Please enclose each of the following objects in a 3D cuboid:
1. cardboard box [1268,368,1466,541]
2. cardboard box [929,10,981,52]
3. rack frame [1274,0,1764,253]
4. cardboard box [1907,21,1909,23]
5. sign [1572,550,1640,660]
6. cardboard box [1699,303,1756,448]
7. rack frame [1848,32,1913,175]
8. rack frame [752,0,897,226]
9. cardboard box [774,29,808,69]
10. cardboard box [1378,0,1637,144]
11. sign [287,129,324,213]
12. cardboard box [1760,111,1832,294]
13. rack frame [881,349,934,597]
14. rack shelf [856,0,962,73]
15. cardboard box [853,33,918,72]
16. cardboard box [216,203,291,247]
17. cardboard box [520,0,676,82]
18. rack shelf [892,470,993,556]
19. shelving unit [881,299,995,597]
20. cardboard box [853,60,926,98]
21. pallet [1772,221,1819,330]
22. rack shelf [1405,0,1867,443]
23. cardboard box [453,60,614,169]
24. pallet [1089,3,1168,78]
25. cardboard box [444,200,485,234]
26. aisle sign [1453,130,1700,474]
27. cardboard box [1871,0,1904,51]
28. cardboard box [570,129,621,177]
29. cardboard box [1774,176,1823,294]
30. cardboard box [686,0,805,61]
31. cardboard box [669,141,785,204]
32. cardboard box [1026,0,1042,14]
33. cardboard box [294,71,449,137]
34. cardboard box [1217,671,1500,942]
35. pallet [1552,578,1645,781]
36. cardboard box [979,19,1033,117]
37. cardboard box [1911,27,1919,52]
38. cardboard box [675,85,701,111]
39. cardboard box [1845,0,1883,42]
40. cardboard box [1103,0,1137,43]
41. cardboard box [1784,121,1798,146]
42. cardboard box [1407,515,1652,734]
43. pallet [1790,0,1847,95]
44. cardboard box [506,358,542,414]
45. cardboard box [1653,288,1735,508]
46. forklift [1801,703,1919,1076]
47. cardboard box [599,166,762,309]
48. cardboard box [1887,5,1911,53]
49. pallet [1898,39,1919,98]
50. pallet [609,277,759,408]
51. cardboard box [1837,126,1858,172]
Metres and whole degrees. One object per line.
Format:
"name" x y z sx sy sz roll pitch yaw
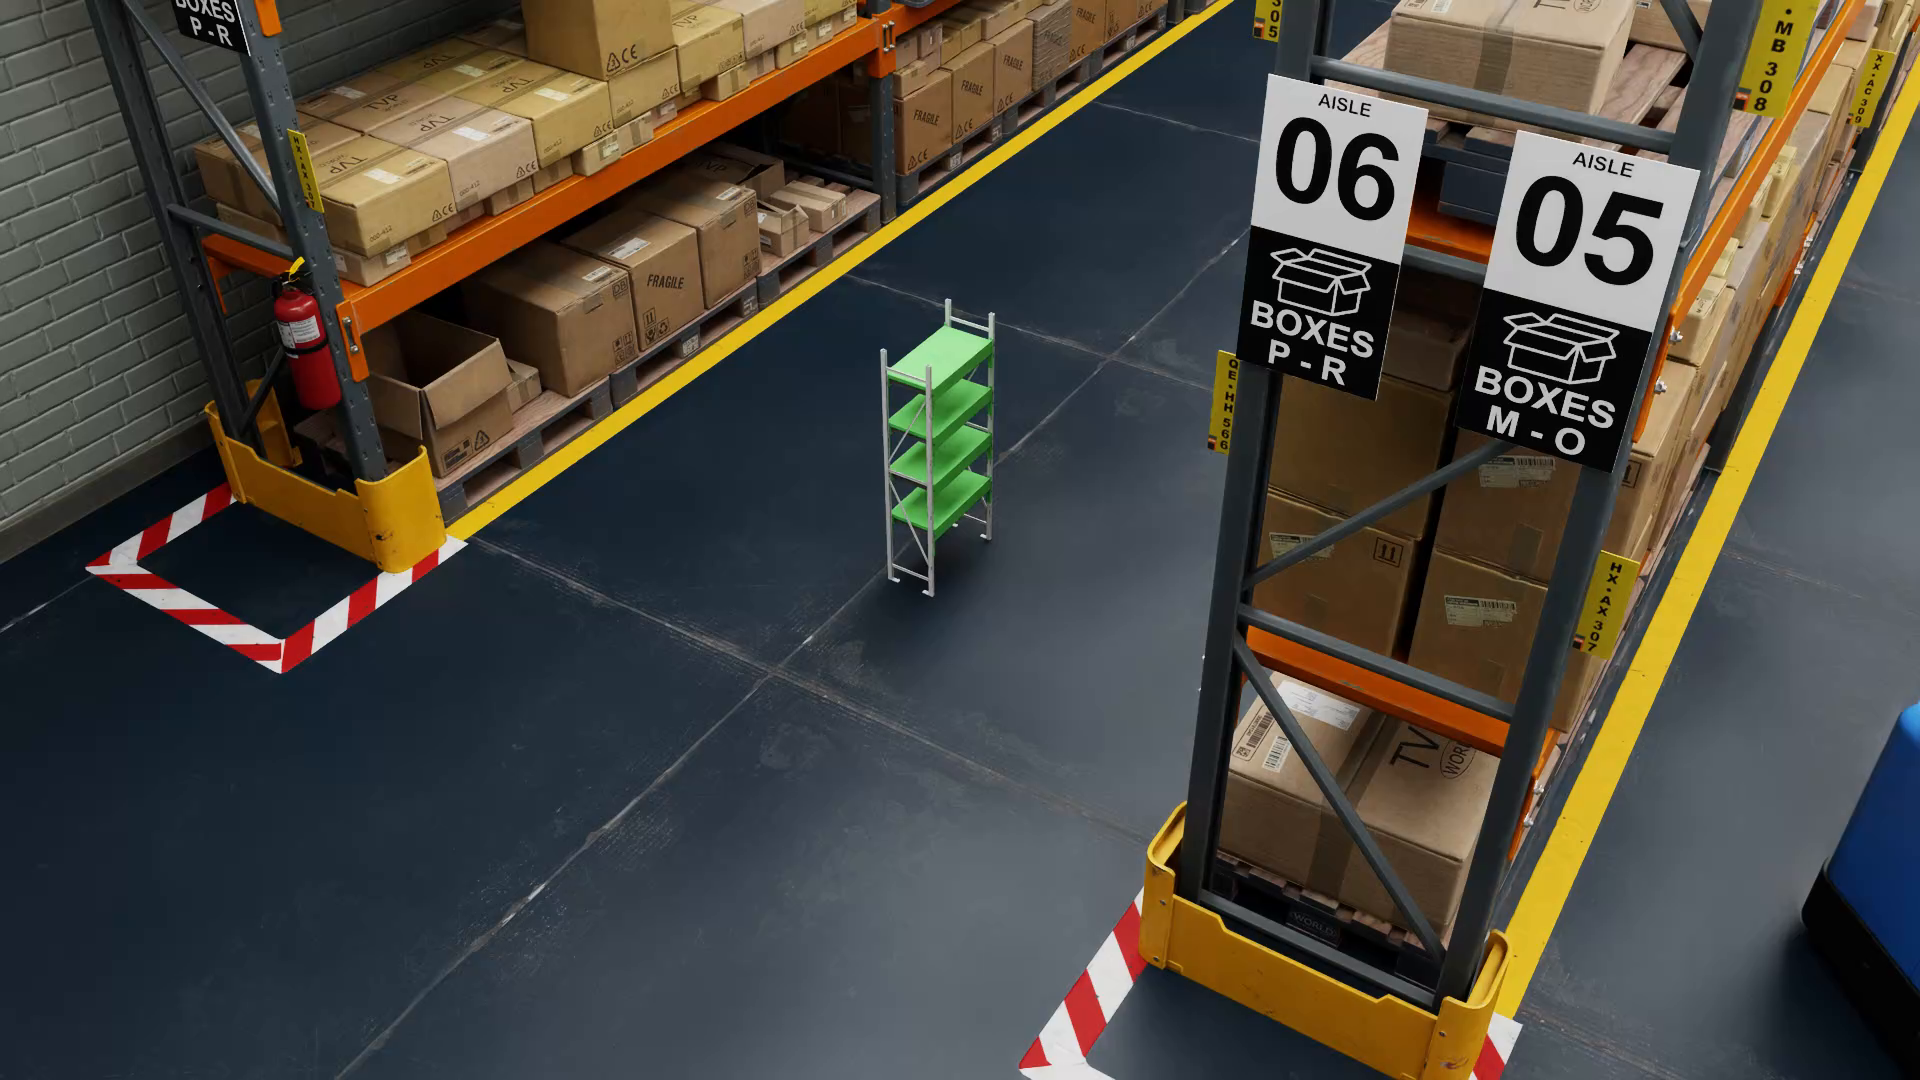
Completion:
"cardboard box" 1.259 -0.401 4.912 0.500 0.500 0.500 23 43 27
"cardboard box" -0.085 -3.304 10.751 0.380 0.149 0.250 20 42 24
"rack frame" 1.202 -2.015 2.993 1.000 3.000 0.127 21 42 25
"cardboard box" 4.892 -2.835 9.094 0.500 0.250 0.500 21 42 25
"sign" 1.667 0.172 4.297 0.100 0.325 0.005 21 42 25
"cardboard box" 2.491 -0.622 6.018 0.500 0.500 0.500 23 43 27
"rack frame" 5.488 -3.763 10.174 1.000 3.000 0.127 21 42 25
"rack frame" -0.848 -3.323 9.603 1.000 3.000 0.127 21 42 25
"cardboard box" -1.046 -2.693 8.992 0.380 0.149 0.250 22 43 26
"cardboard box" 1.367 -1.235 4.135 0.500 0.250 0.500 17 41 21
"sign" -2.533 -1.426 6.434 0.100 0.325 0.005 21 42 25
"cardboard box" 2.782 -1.278 6.051 0.500 0.500 0.500 22 43 26
"rack frame" -0.219 -0.264 7.110 0.240 1.200 0.015 21 42 25
"rack shelf" 0.223 -4.069 11.160 1.077 0.370 4.000 21 42 25
"cardboard box" -0.483 -2.991 10.102 0.380 0.149 0.250 20 42 24
"cardboard box" -3.040 -1.420 7.340 0.380 0.149 0.250 21 42 25
"cardboard box" -1.717 -2.535 7.847 0.500 0.500 0.500 22 43 26
"rack shelf" -0.089 -0.149 7.458 0.258 0.148 0.480 21 42 25
"shelving unit" -0.089 -0.390 7.273 0.258 1.200 0.503 21 42 25
"cardboard box" -0.431 -2.854 10.167 0.380 0.149 0.250 23 43 27
"pallet" 4.347 -1.650 9.718 1.003 0.211 1.213 21 42 25
"rack shelf" 2.273 -1.573 5.466 1.077 0.370 4.000 21 42 25
"cardboard box" -1.982 -1.987 7.750 0.500 0.250 0.500 20 42 24
"pallet" 0.863 -3.908 12.646 1.003 0.211 1.213 21 42 25
"cardboard box" -2.375 -1.534 7.489 0.380 0.149 0.250 21 42 25
"aisle sign" 1.408 -0.536 3.860 0.394 0.787 0.004 21 42 25
"cardboard box" 3.823 -2.269 7.336 0.500 0.500 0.500 22 43 26
"cardboard box" -1.851 -1.889 7.949 0.380 0.149 0.250 20 42 24
"cardboard box" 3.312 -1.418 7.050 0.500 0.500 0.500 22 43 26
"cardboard box" -1.171 -2.776 8.773 0.500 0.250 0.500 21 42 25
"cardboard box" -1.402 -2.161 9.954 0.500 0.311 0.500 23 43 27
"cardboard box" 0.335 -3.696 11.260 0.380 0.149 0.250 21 42 25
"cardboard box" -2.692 -1.908 7.648 0.500 0.250 0.500 21 42 25
"cardboard box" 1.471 0.837 5.962 0.875 0.438 0.875 20 42 24
"pallet" 2.219 0.401 7.056 1.003 0.211 1.213 21 42 25
"cardboard box" 0.149 -3.208 11.158 0.500 0.500 0.500 20 42 24
"cardboard box" 6.599 -3.949 12.224 0.950 0.372 0.625 23 43 27
"cardboard box" -1.555 -2.329 8.520 0.380 0.149 0.250 22 43 26
"cardboard box" 3.449 -2.131 6.625 0.380 0.149 0.250 20 42 24
"cardboard box" 0.973 -4.018 12.209 0.500 0.500 0.500 21 42 24
"cardboard box" 2.591 -1.361 5.626 0.380 0.149 0.250 21 42 25
"cardboard box" 1.701 0.168 4.993 0.500 0.500 0.500 21 42 25
"pallet" 2.243 -1.809 5.256 1.003 0.211 1.213 21 42 25
"cardboard box" -2.323 -0.788 8.307 0.380 0.149 0.250 19 42 23
"cardboard box" 1.970 -0.497 5.037 0.500 0.500 0.500 20 42 24
"forklift" 4.551 0.329 4.923 3.031 2.935 1.130 -7 38 -9
"cardboard box" -1.537 -1.684 9.181 0.700 0.500 0.500 20 42 23
"cardboard box" 4.367 -2.503 8.254 0.500 0.250 0.500 22 43 26
"pallet" 6.562 -3.687 12.360 1.003 0.211 1.213 21 42 25
"pallet" -1.870 -1.233 9.177 1.003 0.211 1.213 21 42 25
"cardboard box" 4.079 -2.049 8.074 0.500 0.250 0.500 20 42 24
